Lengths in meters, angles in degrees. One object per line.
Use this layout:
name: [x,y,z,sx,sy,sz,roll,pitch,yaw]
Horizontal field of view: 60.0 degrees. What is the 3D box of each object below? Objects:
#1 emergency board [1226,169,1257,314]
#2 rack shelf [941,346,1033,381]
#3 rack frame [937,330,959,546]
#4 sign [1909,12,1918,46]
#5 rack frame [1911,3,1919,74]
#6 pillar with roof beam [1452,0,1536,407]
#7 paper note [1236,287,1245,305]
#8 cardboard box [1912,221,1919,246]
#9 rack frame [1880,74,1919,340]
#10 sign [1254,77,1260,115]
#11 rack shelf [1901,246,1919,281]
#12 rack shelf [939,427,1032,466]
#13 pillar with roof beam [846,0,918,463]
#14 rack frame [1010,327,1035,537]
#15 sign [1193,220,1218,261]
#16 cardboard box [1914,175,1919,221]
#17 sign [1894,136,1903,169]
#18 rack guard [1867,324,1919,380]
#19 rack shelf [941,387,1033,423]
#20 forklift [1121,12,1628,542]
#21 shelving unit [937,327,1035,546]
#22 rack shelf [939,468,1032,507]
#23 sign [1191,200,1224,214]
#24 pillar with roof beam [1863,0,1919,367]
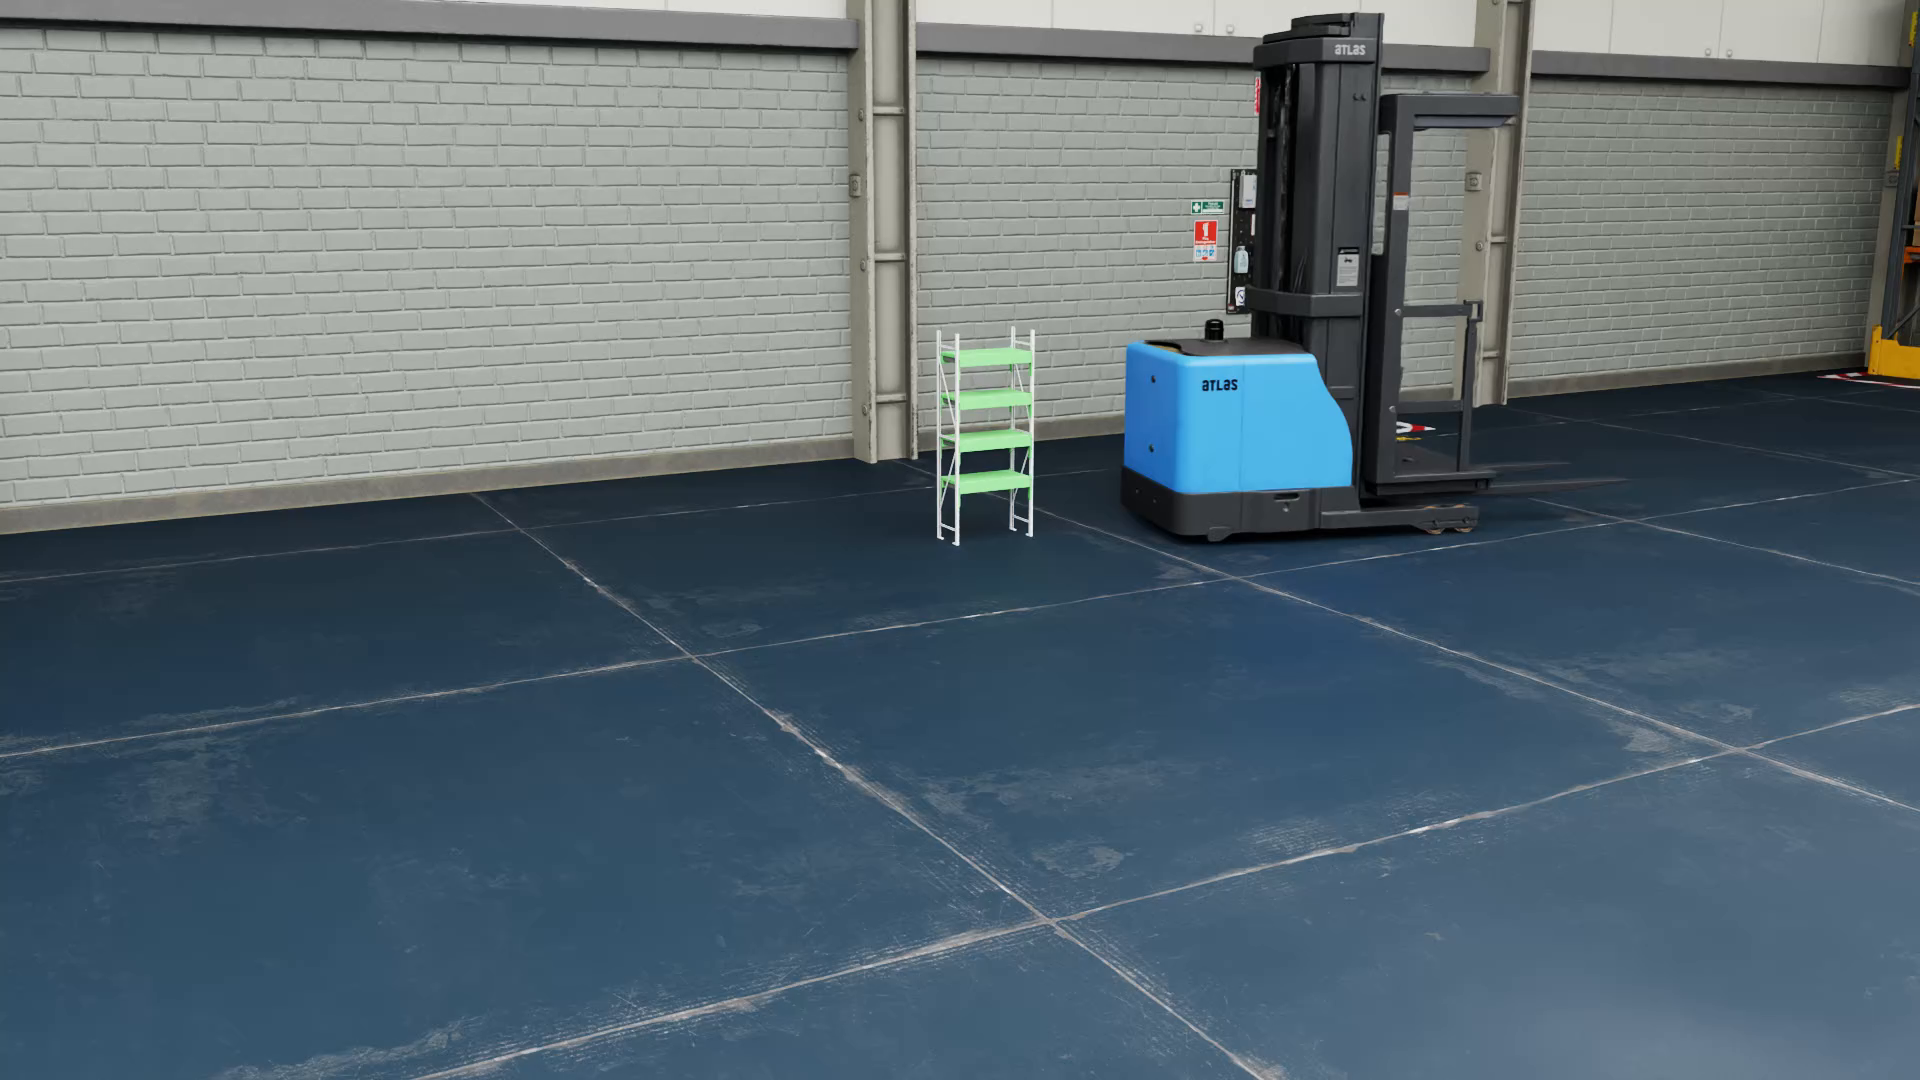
emergency board: [2.527,-2.450,13.665,0.643,1.169,0.194,-7,14,-28]
rack shelf: [0.145,-1.009,9.463,0.480,0.148,0.258,-7,14,-28]
rack frame: [-0.069,-0.577,9.441,0.015,1.200,0.240,-7,14,-28]
sign: [9.532,-5.098,16.583,0.005,0.325,0.100,-7,14,-28]
rack frame: [9.780,-6.021,15.866,0.127,3.000,1.000,-7,14,-28]
pillar with roof beam: [6.777,-4.800,10.443,0.400,9.000,9.100,-7,14,-28]
paper note: [2.338,-2.015,13.738,0.142,0.148,0.016,-7,14,-28]
cardboard box: [10.098,-3.117,16.923,0.500,0.250,0.500,-7,14,-27]
rack frame: [9.780,-3.094,16.525,0.127,3.000,1.000,-7,14,-28]
sign: [2.472,-3.600,13.492,0.199,0.298,0.001,-7,14,-28]
rack shelf: [11.536,-2.953,17.538,4.000,0.370,1.077,-7,14,-28]
rack shelf: [0.145,-0.540,9.569,0.480,0.148,0.258,-7,14,-28]
pillar with roof beam: [1.510,-4.169,7.638,0.400,9.000,9.100,-7,14,-28]
rack frame: [0.359,-0.628,9.669,0.015,1.200,0.240,-7,14,-28]
sign: [1.992,-2.429,13.491,0.234,0.329,0.001,-7,14,-28]
cardboard box: [10.092,-3.487,16.859,0.500,0.500,0.500,-7,14,-28]
sign: [9.532,-3.922,16.847,0.005,0.325,0.100,-7,14,-28]
rack guard: [9.847,-1.882,16.835,0.348,0.500,1.175,-7,14,-28]
rack shelf: [0.145,-0.775,9.516,0.480,0.148,0.258,-7,14,-28]
forklift: [2.568,-1.571,9.916,3.031,2.935,1.130,-3,13,-14]
shelving unit: [0.145,-0.603,9.555,0.503,1.200,0.258,-7,14,-28]
rack shelf: [0.145,-0.306,9.622,0.480,0.148,0.258,-7,14,-28]
sign: [2.000,-2.687,13.428,0.331,0.109,0.001,-7,14,-28]
pillar with roof beam: [12.043,-5.431,13.247,0.400,9.000,9.100,-7,14,-28]
